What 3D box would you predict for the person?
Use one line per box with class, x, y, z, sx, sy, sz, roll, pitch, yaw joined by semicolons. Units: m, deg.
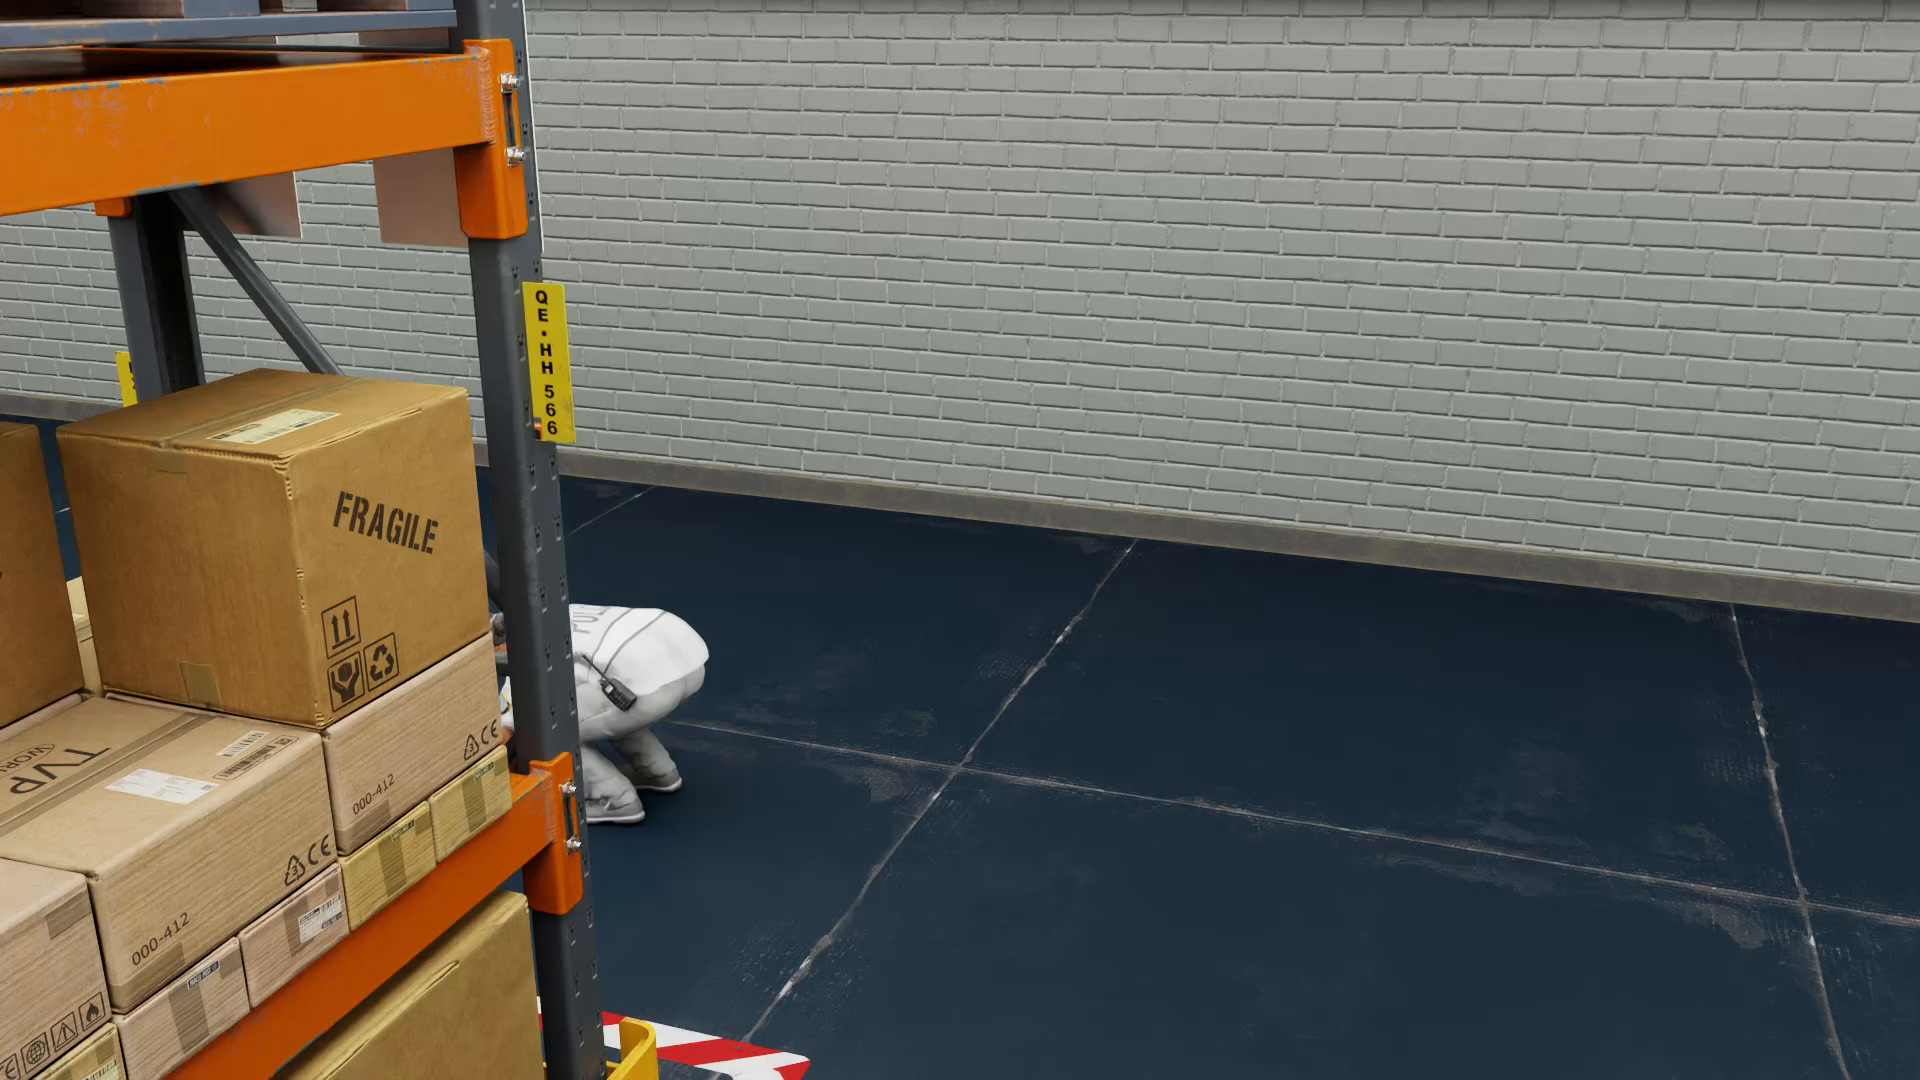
person;-1.401;0.620;6.173;0.940;0.772;0.510;6;20;17
